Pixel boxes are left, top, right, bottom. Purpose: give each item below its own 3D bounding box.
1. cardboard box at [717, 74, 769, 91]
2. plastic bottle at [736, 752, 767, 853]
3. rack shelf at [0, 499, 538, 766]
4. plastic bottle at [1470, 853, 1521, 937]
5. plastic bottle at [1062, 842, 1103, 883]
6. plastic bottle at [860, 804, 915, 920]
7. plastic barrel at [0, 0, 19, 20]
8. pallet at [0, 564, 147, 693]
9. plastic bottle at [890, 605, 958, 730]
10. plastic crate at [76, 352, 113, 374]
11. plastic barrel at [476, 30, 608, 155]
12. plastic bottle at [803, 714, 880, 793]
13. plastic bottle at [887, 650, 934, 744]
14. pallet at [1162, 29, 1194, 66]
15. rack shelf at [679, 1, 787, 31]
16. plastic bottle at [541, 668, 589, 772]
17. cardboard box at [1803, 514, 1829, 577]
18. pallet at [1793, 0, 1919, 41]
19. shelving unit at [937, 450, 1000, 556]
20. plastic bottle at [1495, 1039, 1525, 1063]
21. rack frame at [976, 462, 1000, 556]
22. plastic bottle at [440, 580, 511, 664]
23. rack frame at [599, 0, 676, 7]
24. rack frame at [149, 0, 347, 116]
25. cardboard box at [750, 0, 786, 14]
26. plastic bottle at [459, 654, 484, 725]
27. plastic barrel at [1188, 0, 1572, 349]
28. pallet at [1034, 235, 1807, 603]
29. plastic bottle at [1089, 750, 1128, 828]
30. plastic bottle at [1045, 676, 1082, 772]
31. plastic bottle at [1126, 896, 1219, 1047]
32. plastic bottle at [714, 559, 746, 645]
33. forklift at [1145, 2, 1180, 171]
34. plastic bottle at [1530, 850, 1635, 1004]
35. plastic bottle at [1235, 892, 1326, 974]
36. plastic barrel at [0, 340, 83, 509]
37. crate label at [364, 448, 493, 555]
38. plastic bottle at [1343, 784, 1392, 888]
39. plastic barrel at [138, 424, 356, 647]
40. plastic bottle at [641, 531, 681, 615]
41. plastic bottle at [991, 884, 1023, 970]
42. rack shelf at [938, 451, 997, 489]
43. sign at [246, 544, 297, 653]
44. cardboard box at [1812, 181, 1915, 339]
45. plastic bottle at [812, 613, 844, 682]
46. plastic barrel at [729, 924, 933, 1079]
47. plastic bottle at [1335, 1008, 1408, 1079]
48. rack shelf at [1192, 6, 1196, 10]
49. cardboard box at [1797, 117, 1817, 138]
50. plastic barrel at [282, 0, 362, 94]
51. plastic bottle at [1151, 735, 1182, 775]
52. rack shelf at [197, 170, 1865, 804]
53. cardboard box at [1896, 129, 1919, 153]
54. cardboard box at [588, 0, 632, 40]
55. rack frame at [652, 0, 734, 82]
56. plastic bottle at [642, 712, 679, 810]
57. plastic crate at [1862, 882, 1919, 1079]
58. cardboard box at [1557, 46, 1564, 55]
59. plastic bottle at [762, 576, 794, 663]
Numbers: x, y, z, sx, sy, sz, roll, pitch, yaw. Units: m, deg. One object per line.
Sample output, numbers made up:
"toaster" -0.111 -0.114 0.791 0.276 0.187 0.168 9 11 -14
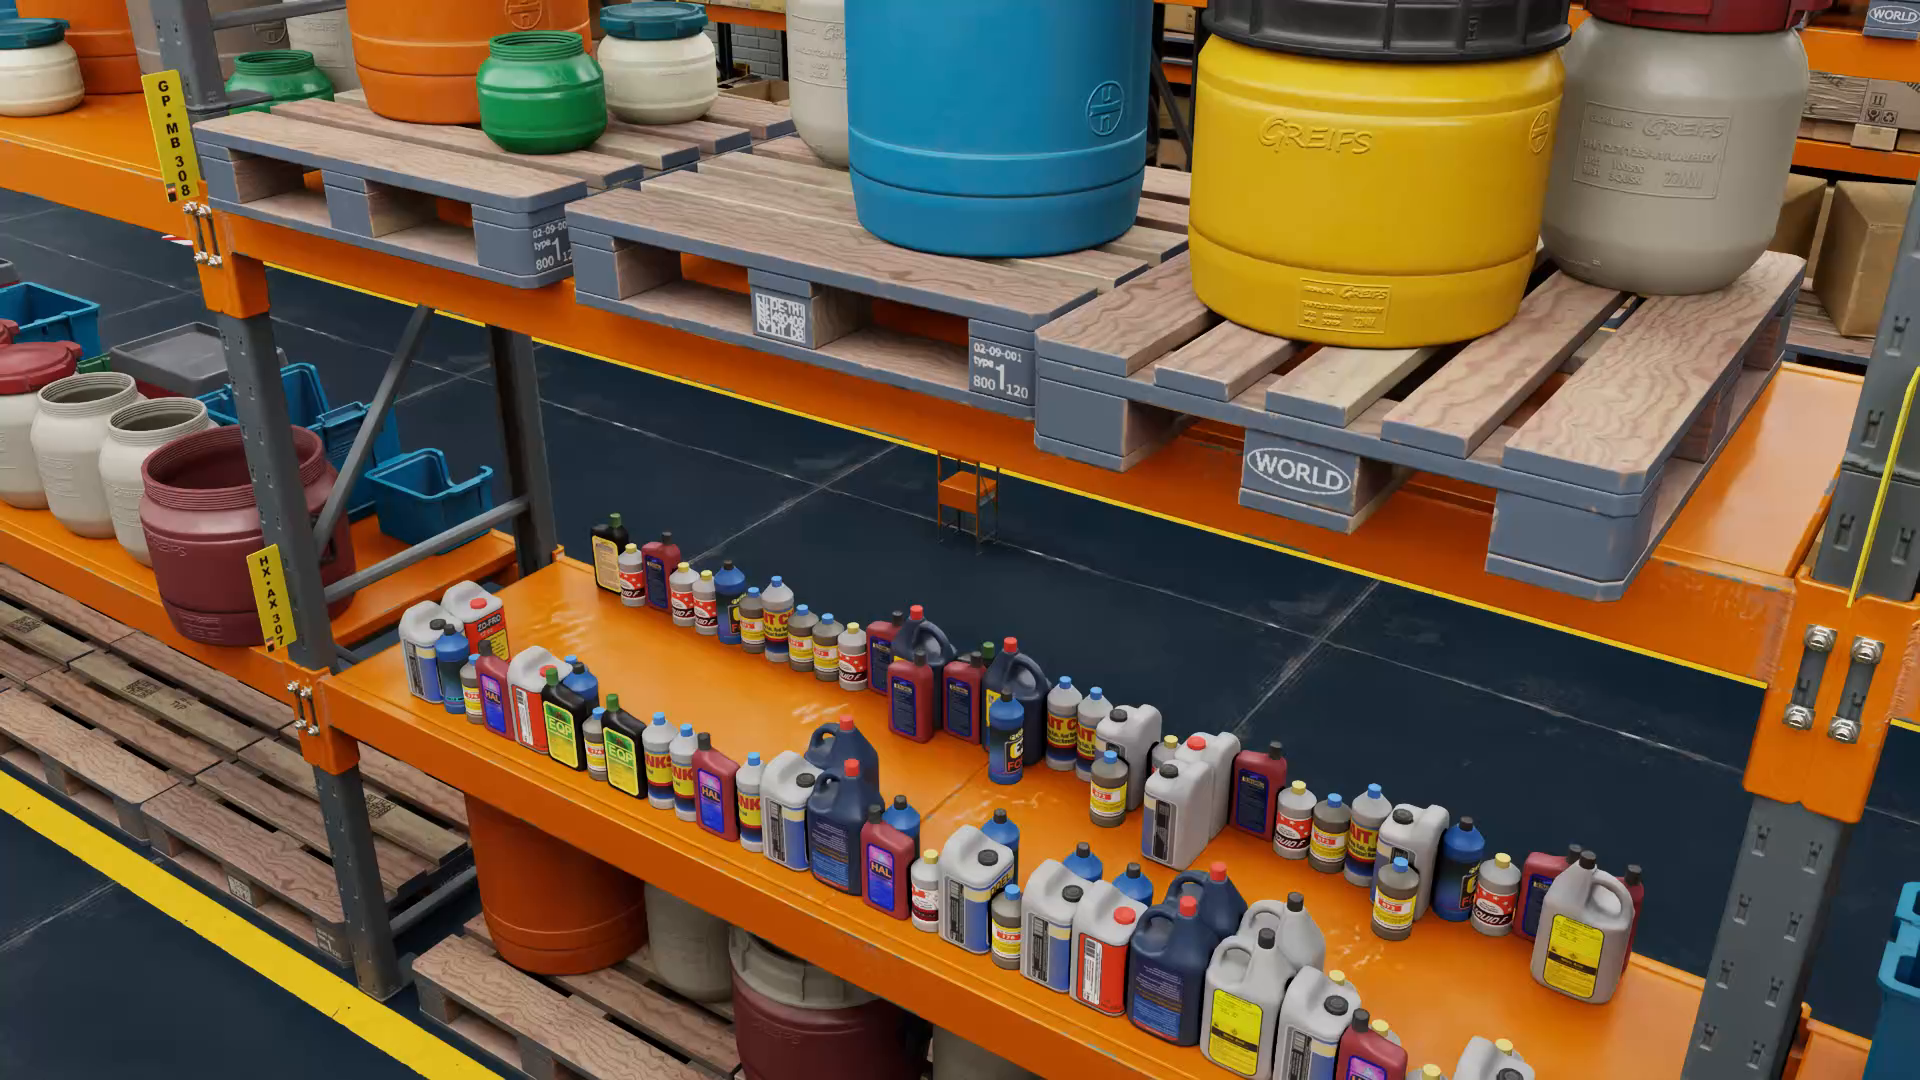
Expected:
"cardboard box" -2.195 -4.505 16.774 0.500 0.311 0.500 14 30 25
"plastic bottle" -0.523 0.666 4.276 0.097 0.271 0.097 0 27 0
"rack shelf" -3.377 -0.153 6.537 4.000 0.370 1.077 17 32 30
"plastic bottle" 1.292 0.845 4.001 0.097 0.201 0.097 0 27 0
"plastic bottle" 0.288 0.835 3.944 0.097 0.271 0.097 0 27 0
"plastic bottle" -0.175 0.779 4.041 0.133 0.283 0.061 17 32 30
"plastic barrel" -3.406 -2.162 5.831 0.708 0.901 0.600 17 32 30
"pallet" -4.357 0.443 7.647 1.213 0.211 1.003 17 32 30
"plastic bottle" -0.104 0.356 4.797 0.185 0.351 0.144 17 32 30
"plastic crate" -3.431 -0.551 6.759 0.662 0.188 0.450 17 32 30
"plastic barrel" -0.986 -1.057 3.920 0.294 0.245 0.294 0 27 0
"plastic bottle" -0.307 0.601 4.316 0.185 0.351 0.144 17 32 30
"plastic bottle" -0.141 0.431 4.724 0.133 0.283 0.061 17 32 30
"pallet" 2.225 -4.071 13.654 1.213 0.211 1.003 17 32 30
"rack shelf" -1.066 -4.884 15.833 4.000 0.370 1.077 17 32 30
"plastic bottle" -1.089 0.494 4.600 0.133 0.283 0.061 17 32 30
"cardboard box" 3.807 0.115 7.488 0.500 0.500 0.500 17 32 30
"pallet" 3.878 -2.231 6.726 1.003 0.211 1.213 17 32 30
"shelving unit" 0.044 -0.454 8.485 0.252 1.050 0.215 17 32 30
"plastic bottle" 1.116 1.124 3.453 0.097 0.201 0.097 0 27 0
"rack frame" 0.145 -0.423 8.423 0.008 1.050 0.200 17 32 30
"plastic bottle" -1.469 0.270 5.048 0.135 0.276 0.152 17 32 30
"rack frame" -2.219 -2.838 11.020 0.127 3.000 1.000 17 32 30
"rack frame" -1.729 -2.634 4.004 0.127 3.000 1.000 17 32 30
"cardboard box" -1.639 -5.155 15.716 0.500 0.250 0.500 17 31 30
"plastic bottle" -1.395 0.426 4.826 0.097 0.201 0.097 0 27 0
"plastic barrel" 0.701 -0.699 2.839 0.600 0.588 0.600 0 27 0
"pallet" 0.867 -0.350 3.032 1.003 0.211 1.213 17 32 30
"plastic bottle" 0.393 0.648 4.388 0.097 0.201 0.097 0 27 0
"plastic bottle" 0.288 0.501 4.600 0.097 0.271 0.097 0 27 0
"plastic bottle" 0.473 0.928 3.674 0.185 0.351 0.144 17 32 30
"plastic bottle" -0.718 0.187 5.216 0.097 0.271 0.097 0 27 0
"forklift" 1.293 -2.683 10.791 3.031 2.935 1.130 13 30 24
"plastic bottle" 1.428 0.867 3.793 0.185 0.351 0.144 17 32 30
"plastic bottle" 0.707 0.922 3.686 0.185 0.351 0.144 17 32 30
"plastic barrel" -3.400 -0.421 6.119 0.433 0.535 0.433 0 27 0
"crate label" -1.864 -0.134 5.890 0.416 0.233 0.303 17 32 30
"plastic bottle" 1.021 0.729 4.152 0.097 0.271 0.097 0 27 0
"plastic barrel" -2.283 -0.027 5.345 0.708 0.536 0.600 17 32 30
"plastic bottle" -0.964 0.096 5.384 0.133 0.283 0.061 17 32 30
"plastic bottle" 0.122 0.898 3.897 0.097 0.201 0.097 0 27 0
"rack shelf" 0.044 -0.445 8.490 0.240 0.259 0.215 17 32 30
"sign" -2.035 0.175 4.920 0.005 0.325 0.100 17 32 30
"cardboard box" 4.112 -1.221 7.268 0.500 0.500 0.700 7 28 13
"plastic bottle" -0.397 0.319 5.036 0.097 0.201 0.097 0 27 0
"plastic barrel" -0.385 1.337 5.012 0.708 0.588 0.600 17 32 30
"plastic bottle" 0.844 1.096 3.417 0.133 0.283 0.061 17 32 30
"rack shelf" -0.570 -3.341 9.493 4.000 0.370 1.077 17 32 30
"cardboard box" 5.716 -2.857 11.312 0.250 0.149 0.380 16 31 29
"plastic barrel" -1.811 -1.541 5.040 0.421 0.512 0.421 0 27 0
"plastic bottle" 0.559 0.617 4.450 0.097 0.201 0.097 0 27 0
"rack shelf" -0.080 -0.463 3.838 4.000 0.370 1.077 17 32 30
"cardboard box" 6.329 -2.654 10.913 0.250 0.149 0.380 18 32 32
"cardboard box" -2.588 -3.572 10.922 0.500 0.500 0.700 17 32 31
"rack frame" -2.714 -5.718 16.679 0.127 3.000 1.000 17 32 30
"plastic bottle" -0.794 0.582 4.442 0.097 0.271 0.097 0 27 0
"plastic crate" 2.146 1.040 3.351 0.575 0.384 0.392 17 32 30
"cardboard box" 4.562 -3.492 11.843 0.500 0.500 0.500 18 32 32
"plastic bottle" -0.558 0.237 5.118 0.097 0.271 0.097 0 27 0
